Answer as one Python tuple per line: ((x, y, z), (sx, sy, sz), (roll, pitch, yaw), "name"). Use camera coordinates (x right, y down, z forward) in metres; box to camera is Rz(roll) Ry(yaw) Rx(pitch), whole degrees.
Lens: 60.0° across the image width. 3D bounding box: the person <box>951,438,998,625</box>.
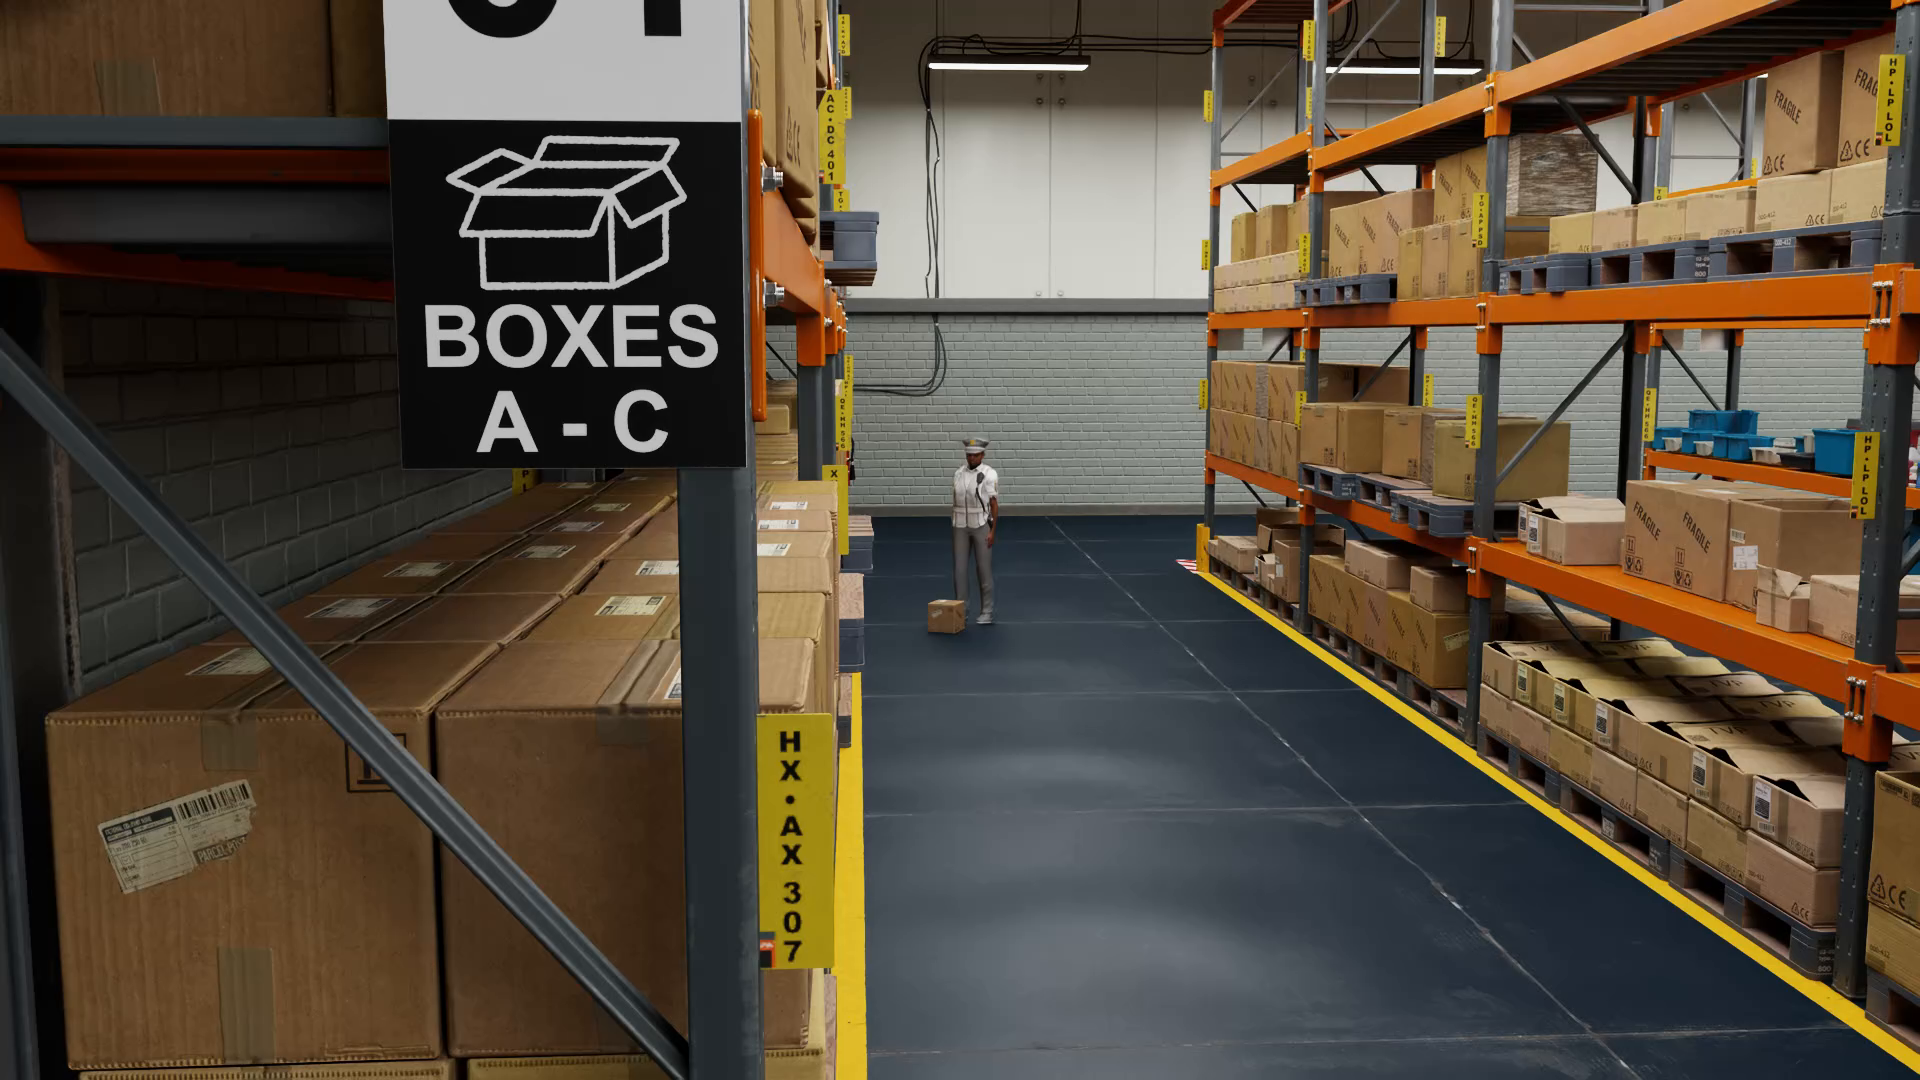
((0.127, -0.082, 14.910), (0.437, 1.670, 0.341), (3, 8, 23), "person")
